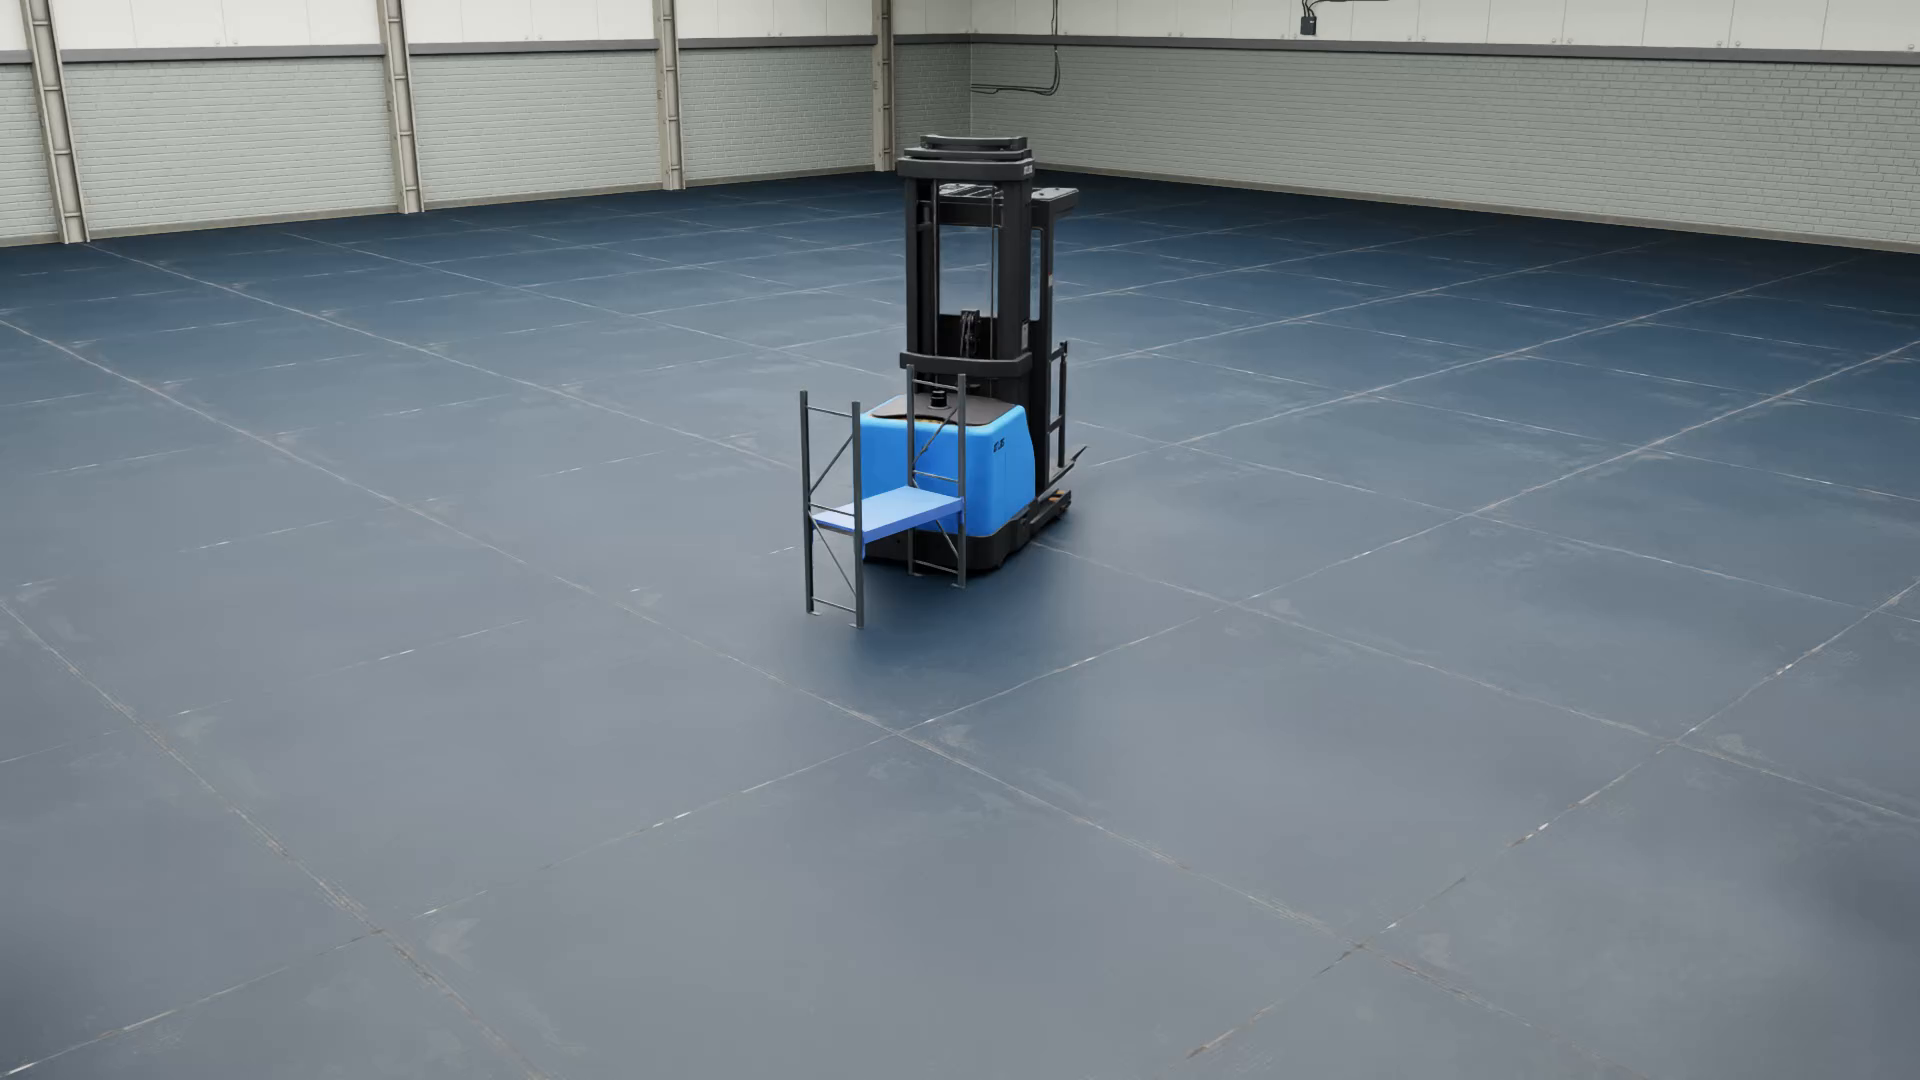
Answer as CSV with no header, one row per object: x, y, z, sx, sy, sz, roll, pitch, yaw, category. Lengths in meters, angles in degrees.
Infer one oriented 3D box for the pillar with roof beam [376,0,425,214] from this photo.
-7.561,-9.603,27.511,0.400,9.000,9.100,-16,24,-41,pillar with roof beam

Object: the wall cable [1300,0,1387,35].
7.760,-12.925,32.244,0.169,6.003,2.305,-16,24,-41,wall cable

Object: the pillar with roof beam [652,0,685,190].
-3.202,-10.874,31.433,0.400,9.000,9.100,-16,24,-41,pillar with roof beam

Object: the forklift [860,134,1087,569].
0.242,-1.605,12.682,1.130,2.935,3.031,7,19,19,forklift

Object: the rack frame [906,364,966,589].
-0.163,-0.428,11.374,0.500,1.500,0.032,15,23,38,rack frame

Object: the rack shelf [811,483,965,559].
-0.490,-0.137,11.059,0.538,0.185,1.000,15,23,38,rack shelf

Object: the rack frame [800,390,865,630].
-0.817,-0.188,10.634,0.500,1.500,0.032,15,23,38,rack frame

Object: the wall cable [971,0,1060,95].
1.249,-11.961,39.820,0.112,2.526,3.097,-16,24,-41,wall cable

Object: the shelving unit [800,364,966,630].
-0.490,-0.308,11.004,0.538,1.500,1.048,15,23,38,shelving unit

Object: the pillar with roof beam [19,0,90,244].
-11.921,-8.331,23.590,0.400,9.000,9.100,-16,24,-41,pillar with roof beam

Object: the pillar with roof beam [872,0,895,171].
1.158,-12.145,35.354,0.400,9.000,9.100,-16,24,-41,pillar with roof beam
